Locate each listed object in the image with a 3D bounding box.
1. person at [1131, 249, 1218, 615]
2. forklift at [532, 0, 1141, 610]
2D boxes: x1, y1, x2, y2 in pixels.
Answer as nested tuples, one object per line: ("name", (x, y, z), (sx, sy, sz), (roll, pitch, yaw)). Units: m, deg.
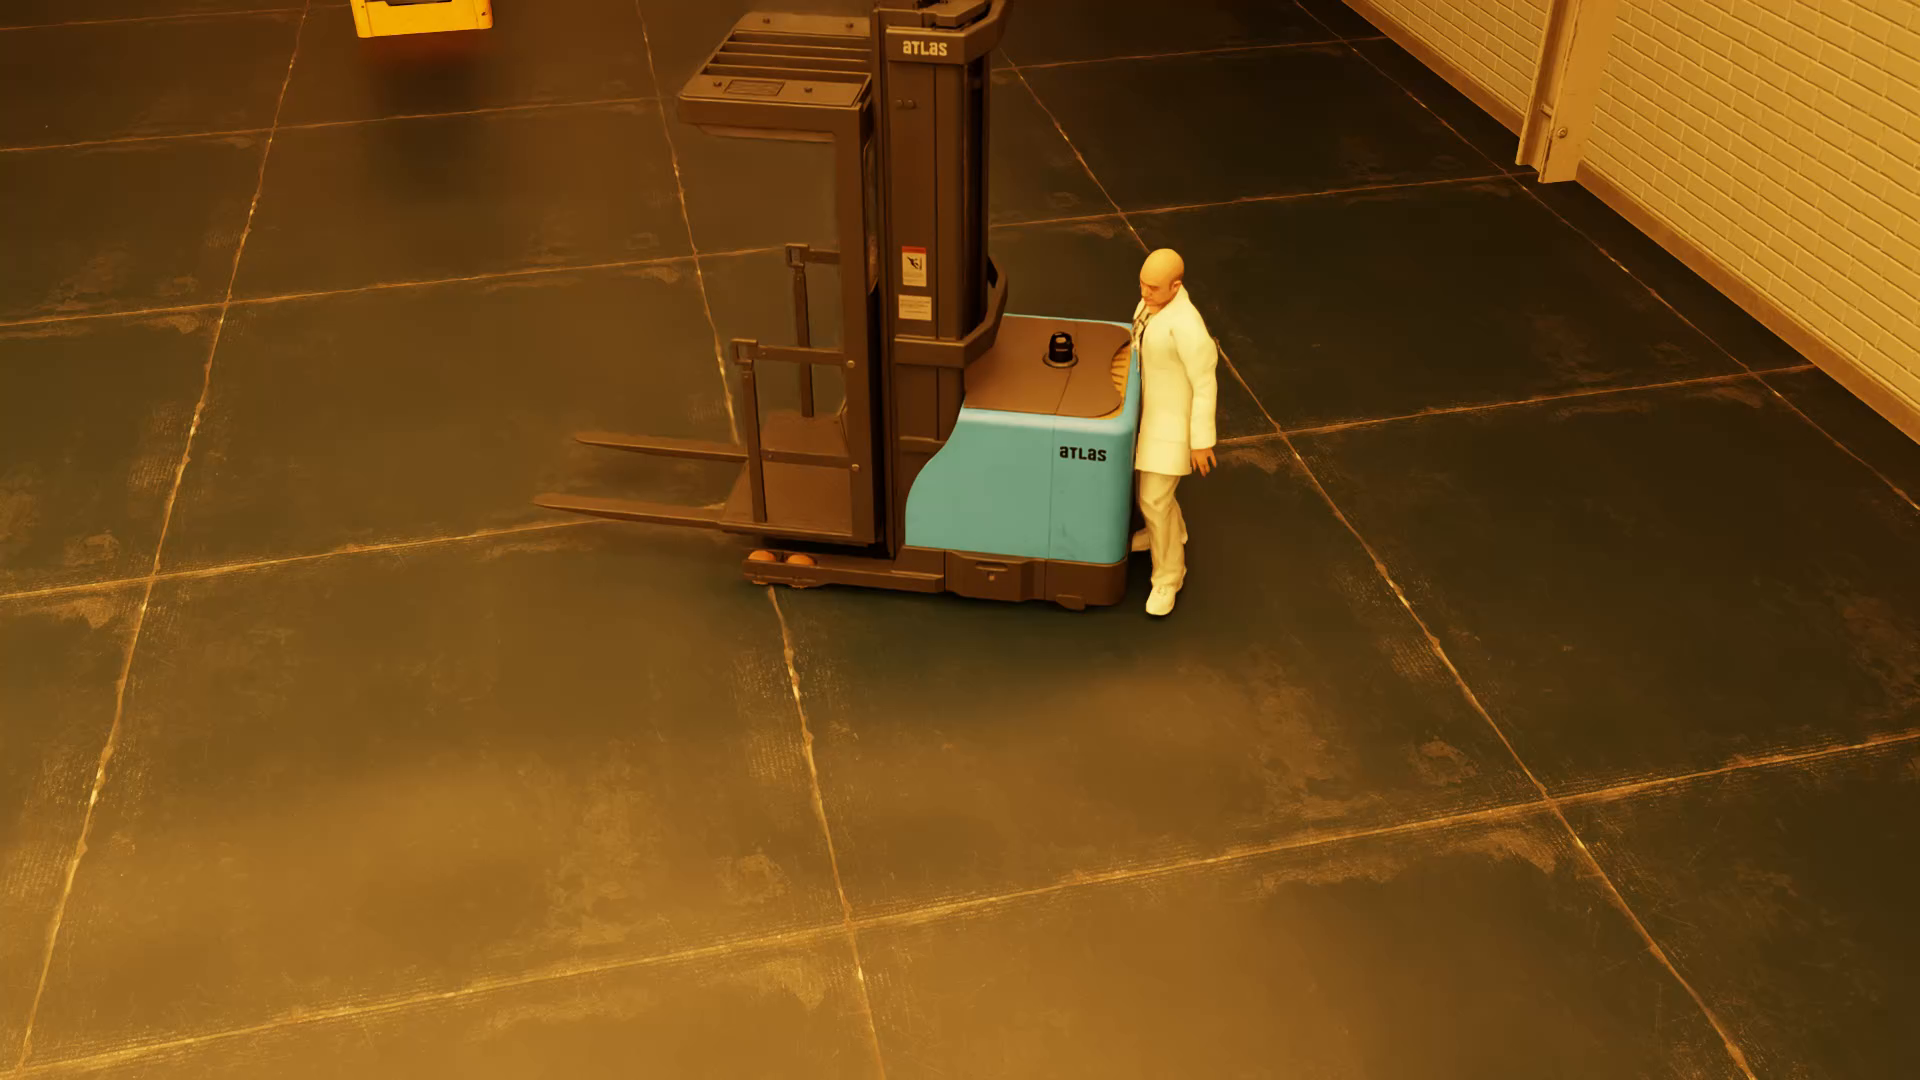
("person", (0.986, -0.592, 7.903), (0.452, 1.749, 0.917), (-9, 37, -12))
("forklift", (-0.627, -1.249, 7.786), (3.031, 2.935, 1.130), (5, 36, 7))
